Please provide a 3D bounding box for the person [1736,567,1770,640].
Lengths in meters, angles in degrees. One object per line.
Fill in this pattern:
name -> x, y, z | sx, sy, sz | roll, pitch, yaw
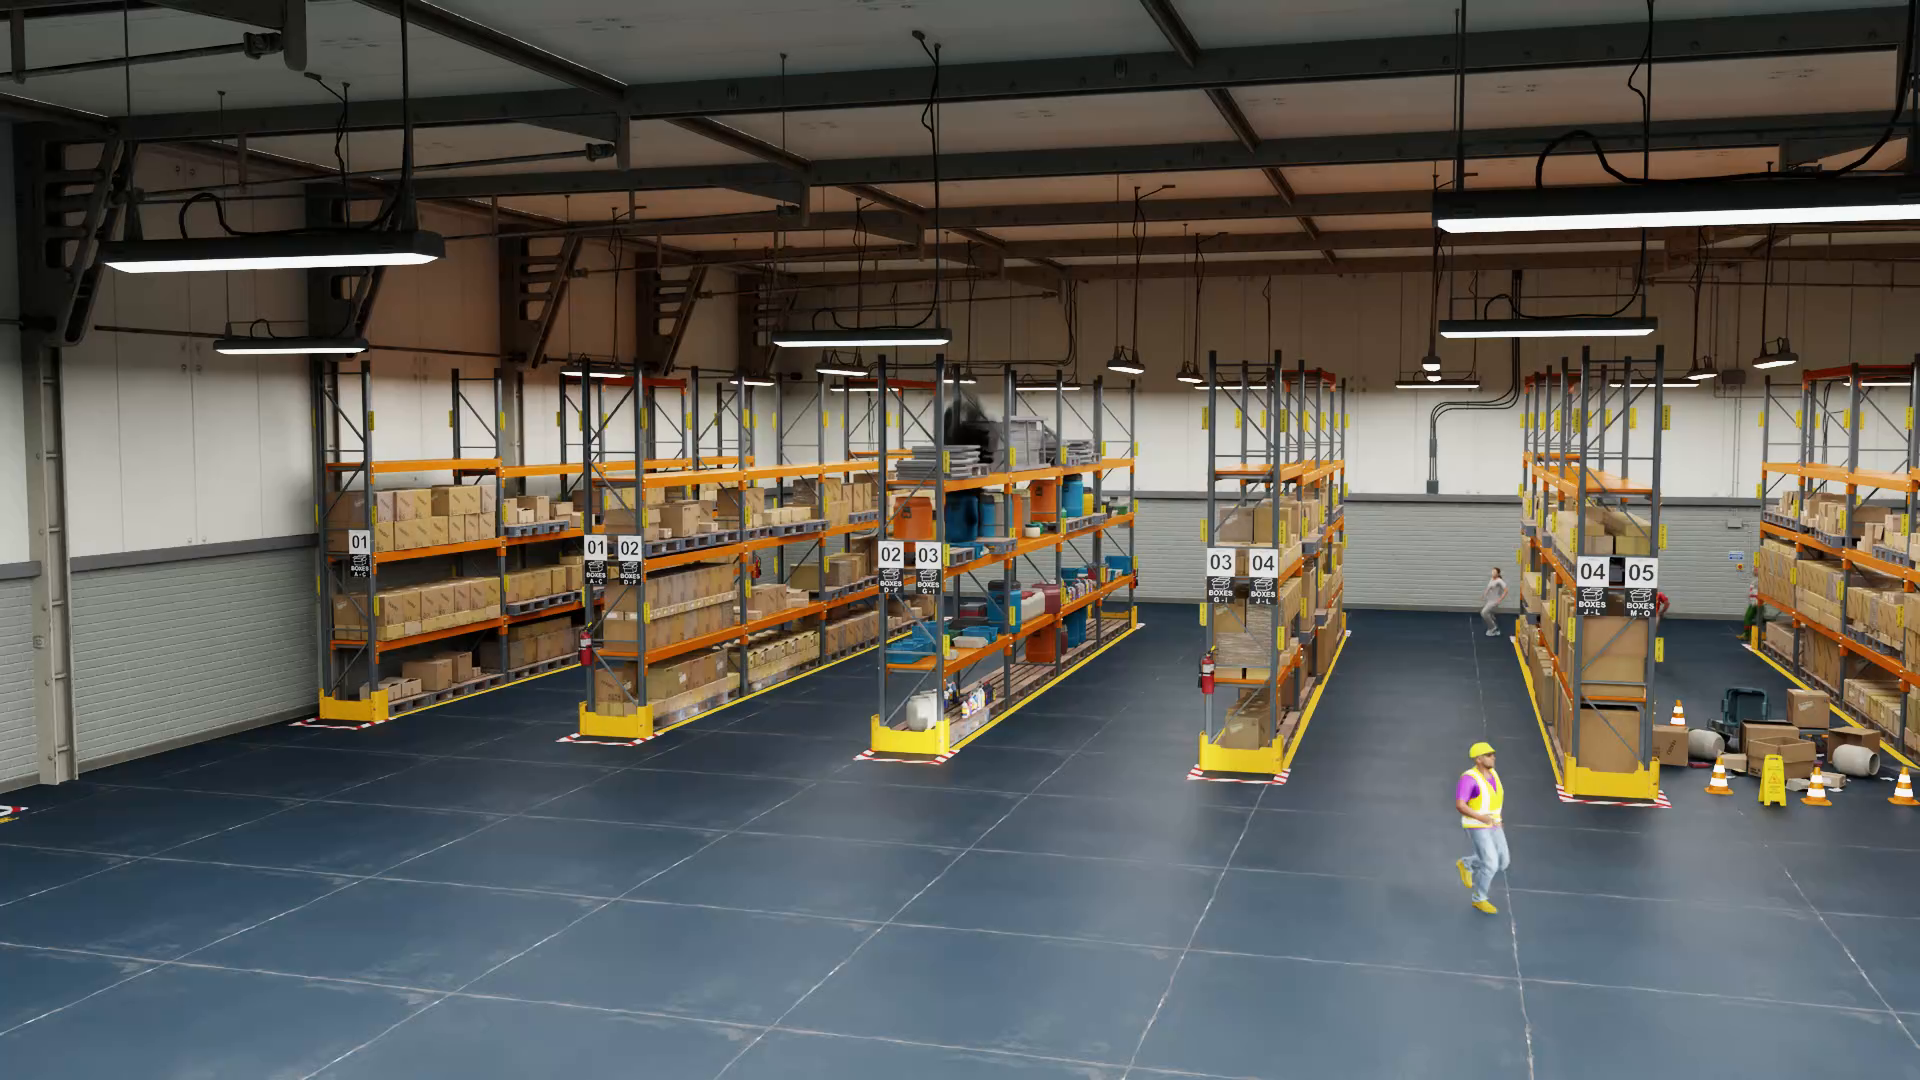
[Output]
person -> 18.082, 1.429, 37.706 | 0.944, 1.737, 0.718 | 3, 5, 36

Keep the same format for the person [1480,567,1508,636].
person -> 12.360, 1.430, 38.562 | 0.606, 1.616, 0.624 | -1, 4, -11

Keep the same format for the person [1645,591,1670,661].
person -> 14.268, 1.701, 34.416 | 0.641, 1.800, 0.745 | 0, 4, 5

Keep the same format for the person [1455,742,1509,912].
person -> 5.345, 2.932, 17.088 | 0.736, 1.722, 0.613 | -4, 5, -42
